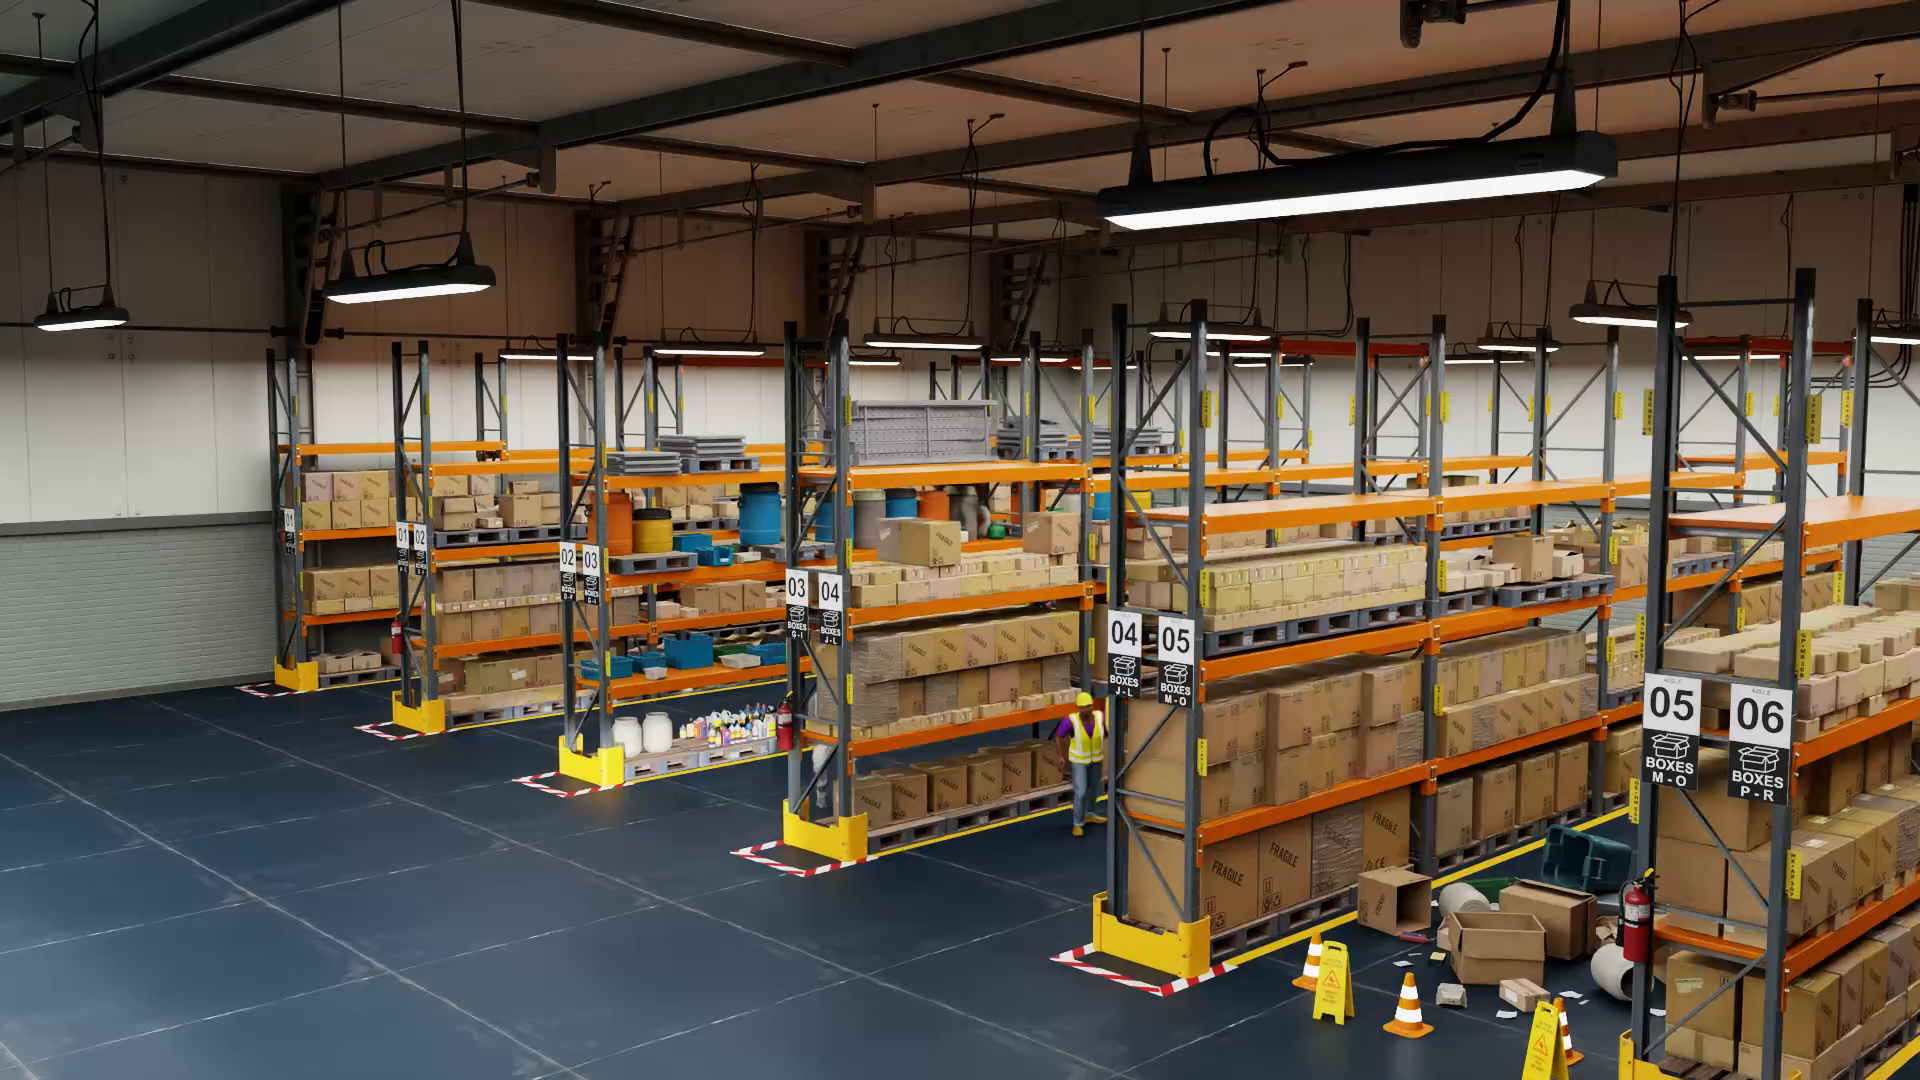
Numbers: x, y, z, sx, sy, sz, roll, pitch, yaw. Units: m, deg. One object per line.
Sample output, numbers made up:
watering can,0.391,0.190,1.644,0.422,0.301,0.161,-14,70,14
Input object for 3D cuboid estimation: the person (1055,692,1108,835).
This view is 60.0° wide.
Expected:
person,1.521,2.624,19.686,0.741,1.707,0.827,-2,5,-21

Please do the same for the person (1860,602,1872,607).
person,15.407,1.894,28.309,0.666,1.705,0.585,-1,5,-9

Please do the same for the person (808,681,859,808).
person,-1.607,2.506,20.939,0.704,1.722,0.660,1,5,8
